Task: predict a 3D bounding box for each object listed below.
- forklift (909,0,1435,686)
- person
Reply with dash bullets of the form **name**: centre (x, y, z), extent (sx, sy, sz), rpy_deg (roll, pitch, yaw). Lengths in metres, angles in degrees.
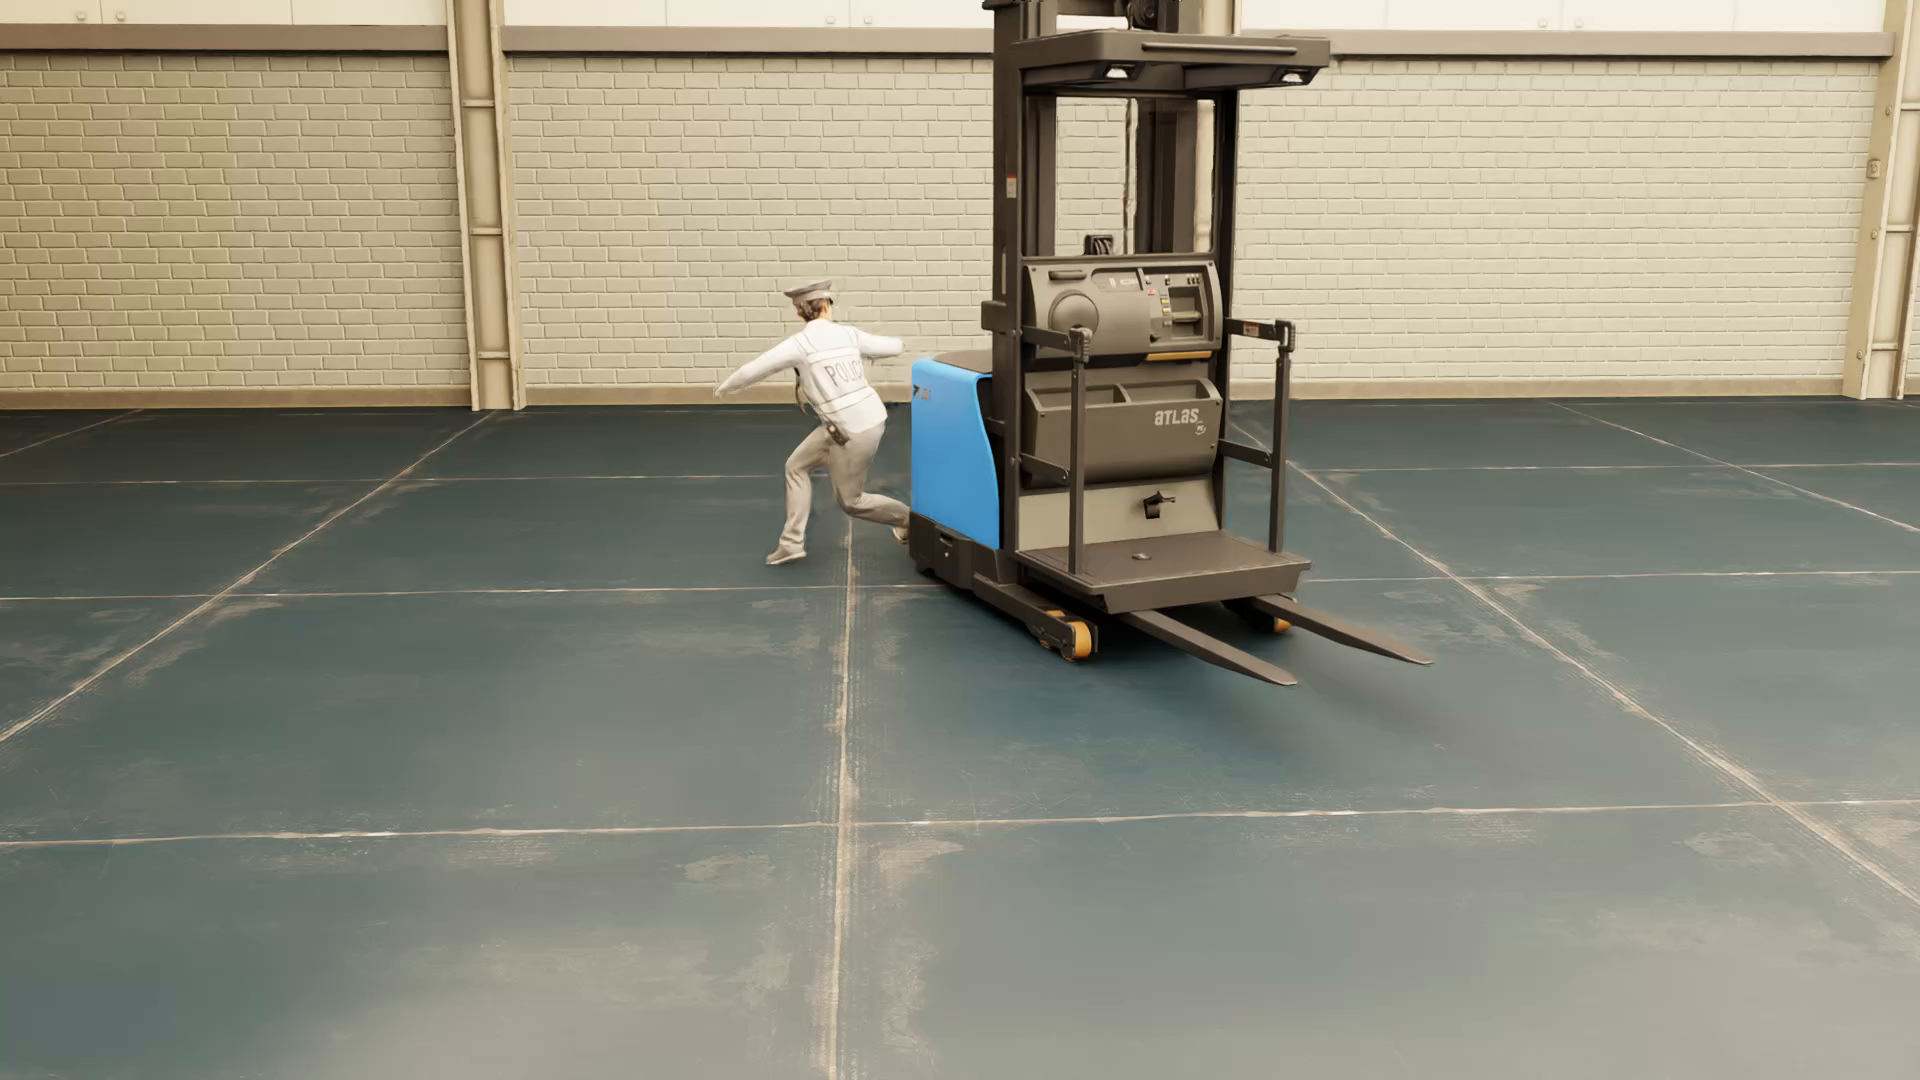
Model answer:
- **forklift**: centre (0.814, -1.038, 7.039), extent (1.130, 2.935, 3.031), rpy_deg (-6, 14, -24)
- **person**: centre (-0.692, -0.607, 8.548), extent (1.065, 1.463, 0.821), rpy_deg (5, 14, 20)
